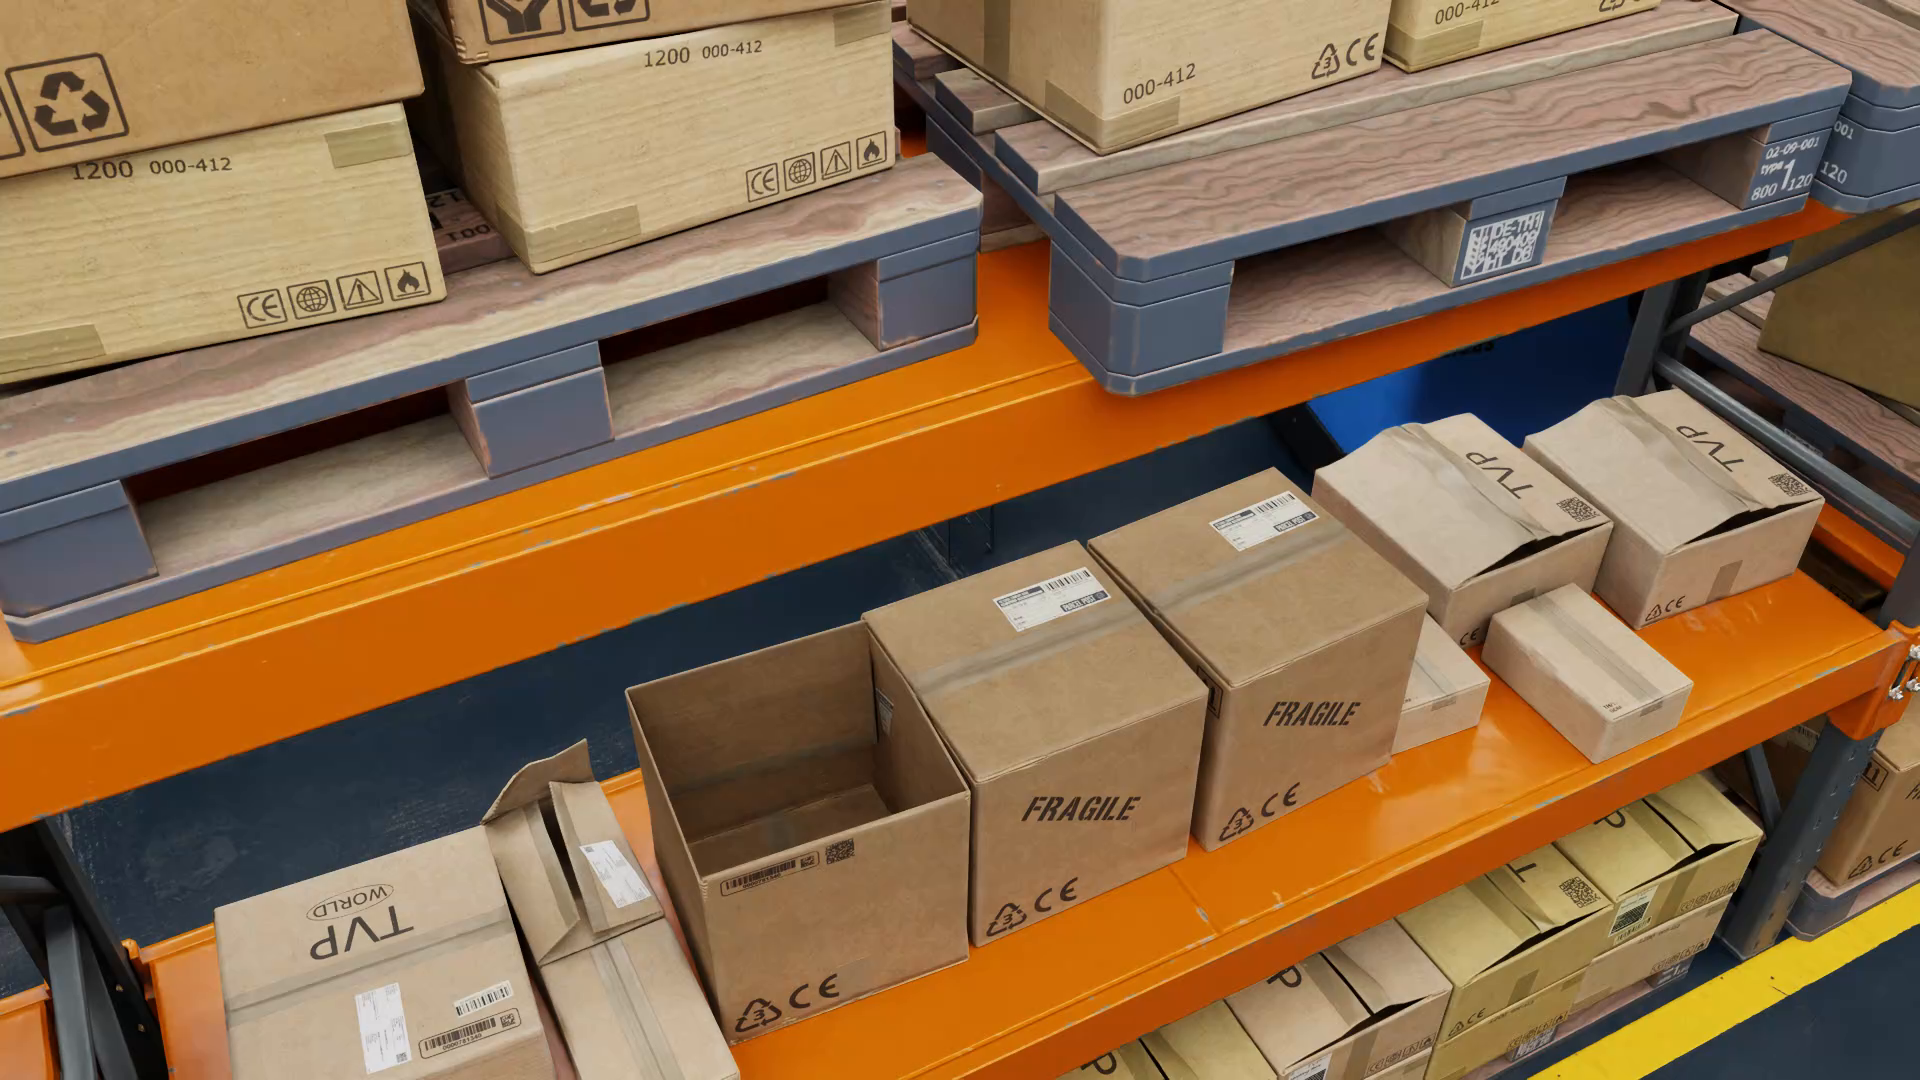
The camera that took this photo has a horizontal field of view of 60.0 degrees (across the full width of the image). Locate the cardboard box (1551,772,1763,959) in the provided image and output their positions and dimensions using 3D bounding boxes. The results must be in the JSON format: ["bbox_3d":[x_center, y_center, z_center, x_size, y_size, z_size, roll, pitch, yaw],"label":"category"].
[{"bbox_3d":[1.734,0.746,4.417,0.500,0.311,0.500,-17,43,-20],"label":"cardboard box"}]

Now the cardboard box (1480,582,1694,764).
[{"bbox_3d":[1.415,0.296,3.774,0.250,0.149,0.380,-19,44,-21],"label":"cardboard box"}]

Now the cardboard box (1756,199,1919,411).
[{"bbox_3d":[2.591,-0.678,4.327,0.700,0.500,0.500,31,49,31],"label":"cardboard box"}]

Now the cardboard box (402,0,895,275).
[{"bbox_3d":[-0.426,-0.625,2.136,0.500,0.250,0.500,-23,45,-25],"label":"cardboard box"}]

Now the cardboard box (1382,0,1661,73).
[{"bbox_3d":[0.739,-0.976,2.551,0.500,0.250,0.500,-19,44,-21],"label":"cardboard box"}]

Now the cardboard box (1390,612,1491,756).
[{"bbox_3d":[0.980,0.282,3.790,0.250,0.149,0.380,-15,43,-18],"label":"cardboard box"}]

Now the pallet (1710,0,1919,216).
[{"bbox_3d":[1.524,-1.046,2.989,1.003,0.211,1.213,-17,43,-19],"label":"pallet"}]

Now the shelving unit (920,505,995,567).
[{"bbox_3d":[-0.013,-0.454,5.857,0.189,1.200,0.258,-19,44,-21],"label":"shelving unit"}]

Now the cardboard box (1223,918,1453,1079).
[{"bbox_3d":[0.827,1.053,4.053,0.500,0.311,0.500,-19,44,-21],"label":"cardboard box"}]

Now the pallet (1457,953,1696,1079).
[{"bbox_3d":[1.337,1.061,4.834,1.213,0.211,1.003,-19,44,-21],"label":"pallet"}]

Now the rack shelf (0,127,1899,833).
[{"bbox_3d":[0.311,-0.500,2.755,4.000,0.370,1.077,-19,44,-21],"label":"rack shelf"}]

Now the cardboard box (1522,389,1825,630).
[{"bbox_3d":[1.742,-0.110,4.127,0.500,0.311,0.500,-16,43,-18],"label":"cardboard box"}]

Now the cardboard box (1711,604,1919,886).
[{"bbox_3d":[2.621,0.587,4.829,0.500,0.500,0.500,-17,43,-19],"label":"cardboard box"}]

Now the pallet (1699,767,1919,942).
[{"bbox_3d":[2.764,0.636,5.335,1.213,0.211,1.003,-19,44,-21],"label":"pallet"}]

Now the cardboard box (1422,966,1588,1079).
[{"bbox_3d":[1.275,1.115,4.415,0.500,0.250,0.500,-19,44,-21],"label":"cardboard box"}]

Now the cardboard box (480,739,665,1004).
[{"bbox_3d":[-0.768,0.650,3.264,0.258,0.266,0.396,-20,44,-22],"label":"cardboard box"}]

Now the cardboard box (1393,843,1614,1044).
[{"bbox_3d":[1.276,0.904,4.229,0.500,0.311,0.500,-19,44,-21],"label":"cardboard box"}]

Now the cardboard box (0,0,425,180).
[{"bbox_3d":[-0.898,-0.729,1.678,0.500,0.500,0.500,-18,43,-20],"label":"cardboard box"}]

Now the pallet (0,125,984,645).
[{"bbox_3d":[-0.687,-0.376,2.199,1.217,0.209,0.805,-20,44,-22],"label":"pallet"}]

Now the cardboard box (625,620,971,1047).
[{"bbox_3d":[-0.307,0.551,3.199,0.500,0.500,0.500,-16,43,-18],"label":"cardboard box"}]

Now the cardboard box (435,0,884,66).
[{"bbox_3d":[-0.403,-0.912,1.895,0.500,0.500,0.500,-15,42,-17],"label":"cardboard box"}]

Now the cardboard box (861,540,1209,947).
[{"bbox_3d":[0.137,0.402,3.376,0.500,0.500,0.500,-19,44,-21],"label":"cardboard box"}]

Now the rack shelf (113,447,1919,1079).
[{"bbox_3d":[0.311,0.644,3.724,4.000,0.370,1.077,-19,44,-21],"label":"rack shelf"}]

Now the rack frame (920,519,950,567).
[{"bbox_3d":[-0.094,-0.426,5.825,0.006,1.200,0.240,-19,44,-21],"label":"rack frame"}]

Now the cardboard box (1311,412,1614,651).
[{"bbox_3d":[1.202,-0.037,4.041,0.500,0.311,0.500,-19,44,-21],"label":"cardboard box"}]

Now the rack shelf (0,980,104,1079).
[{"bbox_3d":[-3.237,1.838,2.314,4.000,0.370,1.077,-19,44,-21],"label":"rack shelf"}]

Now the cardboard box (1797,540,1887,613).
[{"bbox_3d":[2.806,0.145,5.351,0.500,0.500,0.500,-17,43,-19],"label":"cardboard box"}]

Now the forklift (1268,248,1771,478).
[{"bbox_3d":[2.805,-1.608,5.881,3.031,2.935,1.130,-10,41,-12],"label":"forklift"}]

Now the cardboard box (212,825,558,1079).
[{"bbox_3d":[-1.046,0.852,3.038,0.500,0.250,0.500,-16,43,-18],"label":"cardboard box"}]

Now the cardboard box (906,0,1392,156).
[{"bbox_3d":[0.261,-0.817,2.363,0.500,0.250,0.500,-22,45,-24],"label":"cardboard box"}]

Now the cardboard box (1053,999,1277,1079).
[{"bbox_3d":[0.382,1.202,3.878,0.500,0.311,0.500,-17,43,-19],"label":"cardboard box"}]

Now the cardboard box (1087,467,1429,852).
[{"bbox_3d":[0.604,0.245,3.562,0.500,0.500,0.500,-21,45,-23],"label":"cardboard box"}]

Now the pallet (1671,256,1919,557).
[{"bbox_3d":[2.654,-0.396,4.545,1.003,0.211,1.213,-19,44,-21],"label":"pallet"}]

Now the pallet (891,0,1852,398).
[{"bbox_3d":[0.534,-0.711,2.592,1.213,0.211,1.003,-17,43,-19],"label":"pallet"}]

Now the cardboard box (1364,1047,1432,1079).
[{"bbox_3d":[0.828,1.263,4.239,0.500,0.250,0.500,-18,43,-20],"label":"cardboard box"}]

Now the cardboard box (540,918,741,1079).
[{"bbox_3d":[-0.583,0.915,3.041,0.250,0.149,0.380,-19,44,-21],"label":"cardboard box"}]

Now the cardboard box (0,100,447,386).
[{"bbox_3d":[-0.912,-0.460,1.941,0.500,0.250,0.500,-14,42,-16],"label":"cardboard box"}]

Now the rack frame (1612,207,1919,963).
[{"bbox_3d":[2.085,-0.227,4.197,0.127,3.000,1.000,-19,44,-21],"label":"rack frame"}]

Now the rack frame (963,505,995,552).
[{"bbox_3d":[0.068,-0.481,5.890,0.006,1.200,0.240,-19,44,-21],"label":"rack frame"}]

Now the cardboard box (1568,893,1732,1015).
[{"bbox_3d":[1.731,0.959,4.599,0.500,0.250,0.500,-18,43,-20],"label":"cardboard box"}]

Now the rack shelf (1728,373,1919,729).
[{"bbox_3d":[3.859,-0.549,5.134,4.000,0.370,1.077,-19,44,-21],"label":"rack shelf"}]
